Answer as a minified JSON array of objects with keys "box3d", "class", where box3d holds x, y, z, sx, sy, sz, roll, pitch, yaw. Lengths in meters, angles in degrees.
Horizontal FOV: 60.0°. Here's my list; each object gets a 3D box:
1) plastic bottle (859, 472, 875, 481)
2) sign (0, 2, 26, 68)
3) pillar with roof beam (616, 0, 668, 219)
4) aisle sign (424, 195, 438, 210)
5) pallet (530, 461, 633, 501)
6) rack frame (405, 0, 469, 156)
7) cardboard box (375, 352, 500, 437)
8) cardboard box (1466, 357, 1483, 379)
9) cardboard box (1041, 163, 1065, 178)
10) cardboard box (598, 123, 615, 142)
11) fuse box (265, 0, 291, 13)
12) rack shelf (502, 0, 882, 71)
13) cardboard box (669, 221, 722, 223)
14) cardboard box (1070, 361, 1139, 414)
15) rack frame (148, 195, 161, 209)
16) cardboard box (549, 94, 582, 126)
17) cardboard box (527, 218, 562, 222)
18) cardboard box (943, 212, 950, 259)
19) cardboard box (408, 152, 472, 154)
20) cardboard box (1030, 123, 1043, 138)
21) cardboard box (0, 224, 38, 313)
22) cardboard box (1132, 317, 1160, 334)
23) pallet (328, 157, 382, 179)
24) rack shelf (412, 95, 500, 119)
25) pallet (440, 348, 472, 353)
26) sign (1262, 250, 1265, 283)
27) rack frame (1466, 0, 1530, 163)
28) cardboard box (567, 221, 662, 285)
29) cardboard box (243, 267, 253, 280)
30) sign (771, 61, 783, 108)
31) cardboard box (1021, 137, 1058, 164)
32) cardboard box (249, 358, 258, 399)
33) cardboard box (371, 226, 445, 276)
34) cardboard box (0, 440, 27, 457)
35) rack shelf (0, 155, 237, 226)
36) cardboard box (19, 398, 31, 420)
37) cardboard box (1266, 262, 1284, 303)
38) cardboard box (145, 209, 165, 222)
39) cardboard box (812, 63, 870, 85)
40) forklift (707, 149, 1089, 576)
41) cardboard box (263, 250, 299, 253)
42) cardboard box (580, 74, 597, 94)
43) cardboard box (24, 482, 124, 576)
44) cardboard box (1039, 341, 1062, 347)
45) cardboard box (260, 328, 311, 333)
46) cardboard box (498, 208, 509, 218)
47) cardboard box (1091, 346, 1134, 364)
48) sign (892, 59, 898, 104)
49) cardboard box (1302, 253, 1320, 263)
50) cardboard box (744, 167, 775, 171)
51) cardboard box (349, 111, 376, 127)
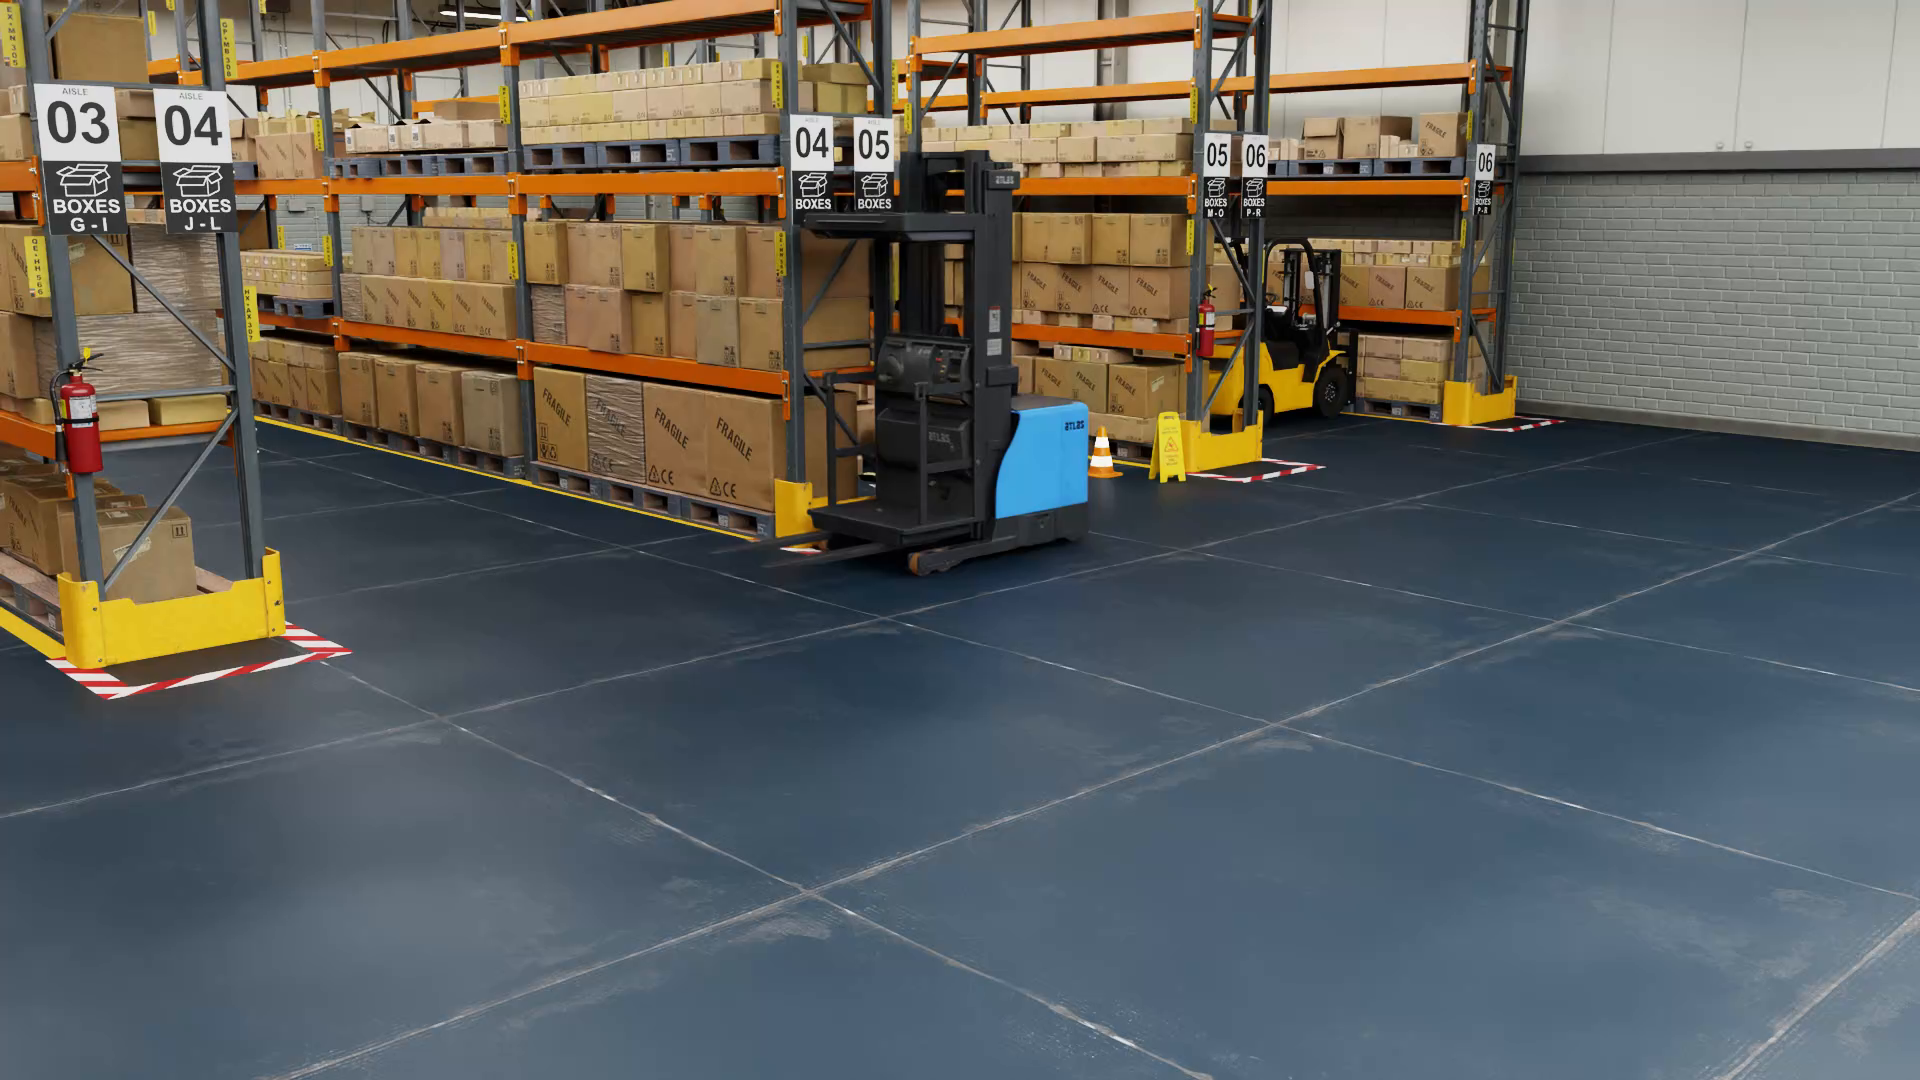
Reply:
[{"box3d":[-0.840,-0.595,15.646,0.283,0.061,0.133,6,13,26],"class":"plastic bottle"},{"box3d":[-4.992,-2.659,8.755,0.100,0.325,0.005,-11,16,-43],"class":"sign"},{"box3d":[-9.195,-8.096,29.908,9.100,9.000,0.548,-11,16,-43],"class":"pillar with roof beam"},{"box3d":[-8.718,-5.790,27.138,0.394,0.787,0.004,-11,16,-43],"class":"aisle sign"},{"box3d":[-3.213,-0.603,15.315,1.003,0.211,1.213,-11,16,-43],"class":"pallet"},{"box3d":[-8.459,-7.485,26.940,1.000,3.000,0.127,-11,16,-43],"class":"rack frame"},{"box3d":[-5.483,-1.550,17.534,1.050,0.750,0.750,-11,16,-42],"class":"cardboard box"},{"box3d":[6.004,-2.105,20.229,0.500,0.250,0.500,-11,16,-42],"class":"cardboard box"},{"box3d":[1.049,-3.788,17.055,0.380,0.149,0.250,-11,16,-43],"class":"cardboard box"},{"box3d":[-2.796,-3.405,13.907,0.380,0.149,0.250,-11,16,-43],"class":"cardboard box"},{"box3d":[-12.534,-9.832,30.405,0.513,0.334,0.176,-11,16,-43],"class":"fuse box"},{"box3d":[-2.301,-4.189,13.716,1.077,0.370,4.000,-11,16,-43],"class":"rack shelf"},{"box3d":[-3.480,-3.957,21.957,0.500,0.500,0.500,11,16,44],"class":"cardboard box"},{"box3d":[1.486,-1.594,17.129,0.500,0.500,0.500,-10,15,-40],"class":"cardboard box"},{"box3d":[-11.969,-3.842,24.126,1.000,3.000,0.127,-11,16,-43],"class":"rack frame"},{"box3d":[-3.197,-3.703,14.363,0.500,0.250,0.500,-11,16,-43],"class":"cardboard box"},{"box3d":[-6.222,-4.532,24.748,0.500,0.500,0.500,-11,16,-43],"class":"cardboard box"},{"box3d":[-0.025,-3.385,18.445,0.700,0.500,0.500,-11,16,-43],"class":"cardboard box"},{"box3d":[-5.506,-4.244,17.575,0.500,0.311,0.500,-11,16,-43],"class":"cardboard box"},{"box3d":[0.943,-4.225,17.198,0.380,0.149,0.250,-10,16,-41],"class":"cardboard box"},{"box3d":[-5.485,-1.633,9.940,0.500,0.500,0.500,-11,16,-43],"class":"cardboard box"},{"box3d":[1.922,-2.135,16.461,0.380,0.149,0.250,-11,16,-43],"class":"cardboard box"},{"box3d":[-5.961,-3.964,17.755,1.213,0.211,1.003,-10,15,-40],"class":"pallet"},{"box3d":[-7.078,-6.645,25.636,1.077,0.370,4.000,-11,16,-43],"class":"rack shelf"},{"box3d":[-7.850,-3.075,27.313,1.003,0.211,1.213,-11,16,-43],"class":"pallet"},{"box3d":[2.983,-2.711,16.491,0.100,0.325,0.005,-11,16,-43],"class":"sign"},{"box3d":[6.178,-5.842,18.966,1.000,3.000,0.127,-11,16,-43],"class":"rack frame"},{"box3d":[-2.988,-2.570,14.905,0.875,0.550,0.550,-11,16,-43],"class":"cardboard box"},{"box3d":[-8.186,-3.137,19.548,0.380,0.149,0.250,-11,16,-44],"class":"cardboard box"},{"box3d":[-1.322,-3.297,12.050,0.100,0.325,0.005,-11,16,-43],"class":"sign"},{"box3d":[0.984,-4.012,17.151,0.500,0.250,0.500,-11,16,-42],"class":"cardboard box"},{"box3d":[-8.522,-2.018,20.425,0.500,0.500,0.500,-10,15,-40],"class":"cardboard box"},{"box3d":[-5.791,-3.073,17.665,0.700,0.500,0.500,-11,16,-43],"class":"cardboard box"},{"box3d":[-7.748,-0.498,12.999,0.500,0.500,0.700,10,15,41],"class":"cardboard box"},{"box3d":[-5.958,-2.239,10.695,1.077,0.370,4.000,-11,16,-43],"class":"rack shelf"},{"box3d":[-5.466,-0.825,10.103,0.380,0.149,0.250,-11,16,-43],"class":"cardboard box"},{"box3d":[4.256,-3.288,21.188,0.500,0.500,0.500,-11,16,-43],"class":"cardboard box"},{"box3d":[-10.431,-4.125,22.036,0.500,0.500,0.500,-10,16,-41],"class":"cardboard box"},{"box3d":[-0.920,-3.591,12.833,0.380,0.149,0.250,-11,16,-42],"class":"cardboard box"},{"box3d":[-0.415,-1.297,11.944,3.031,2.935,1.130,-11,16,-43],"class":"forklift"},{"box3d":[-8.425,-3.524,20.689,0.250,0.149,0.380,11,16,43],"class":"cardboard box"},{"box3d":[-2.971,-3.833,14.006,0.380,0.149,0.250,-11,16,-42],"class":"cardboard box"},{"box3d":[-5.852,-0.082,11.028,0.500,0.500,0.500,-9,15,-37],"class":"cardboard box"},{"box3d":[1.531,-2.927,24.527,0.875,0.625,0.625,-10,15,-41],"class":"cardboard box"},{"box3d":[-8.509,-2.533,21.070,0.500,0.250,0.500,11,16,44],"class":"cardboard box"},{"box3d":[-6.795,-4.977,25.302,0.380,0.149,0.250,-11,16,-43],"class":"cardboard box"},{"box3d":[1.547,-1.880,16.911,0.380,0.149,0.250,-10,15,-41],"class":"cardboard box"},{"box3d":[-0.514,-3.519,12.764,0.100,0.325,0.005,-11,16,-43],"class":"sign"},{"box3d":[4.499,-3.542,20.817,0.380,0.149,0.250,-11,16,-44],"class":"cardboard box"},{"box3d":[-2.287,-4.757,20.887,0.700,0.500,0.500,-11,16,-43],"class":"cardboard box"},{"box3d":[-6.880,-4.740,18.907,0.396,0.266,0.258,-11,16,-43],"class":"cardboard box"}]
